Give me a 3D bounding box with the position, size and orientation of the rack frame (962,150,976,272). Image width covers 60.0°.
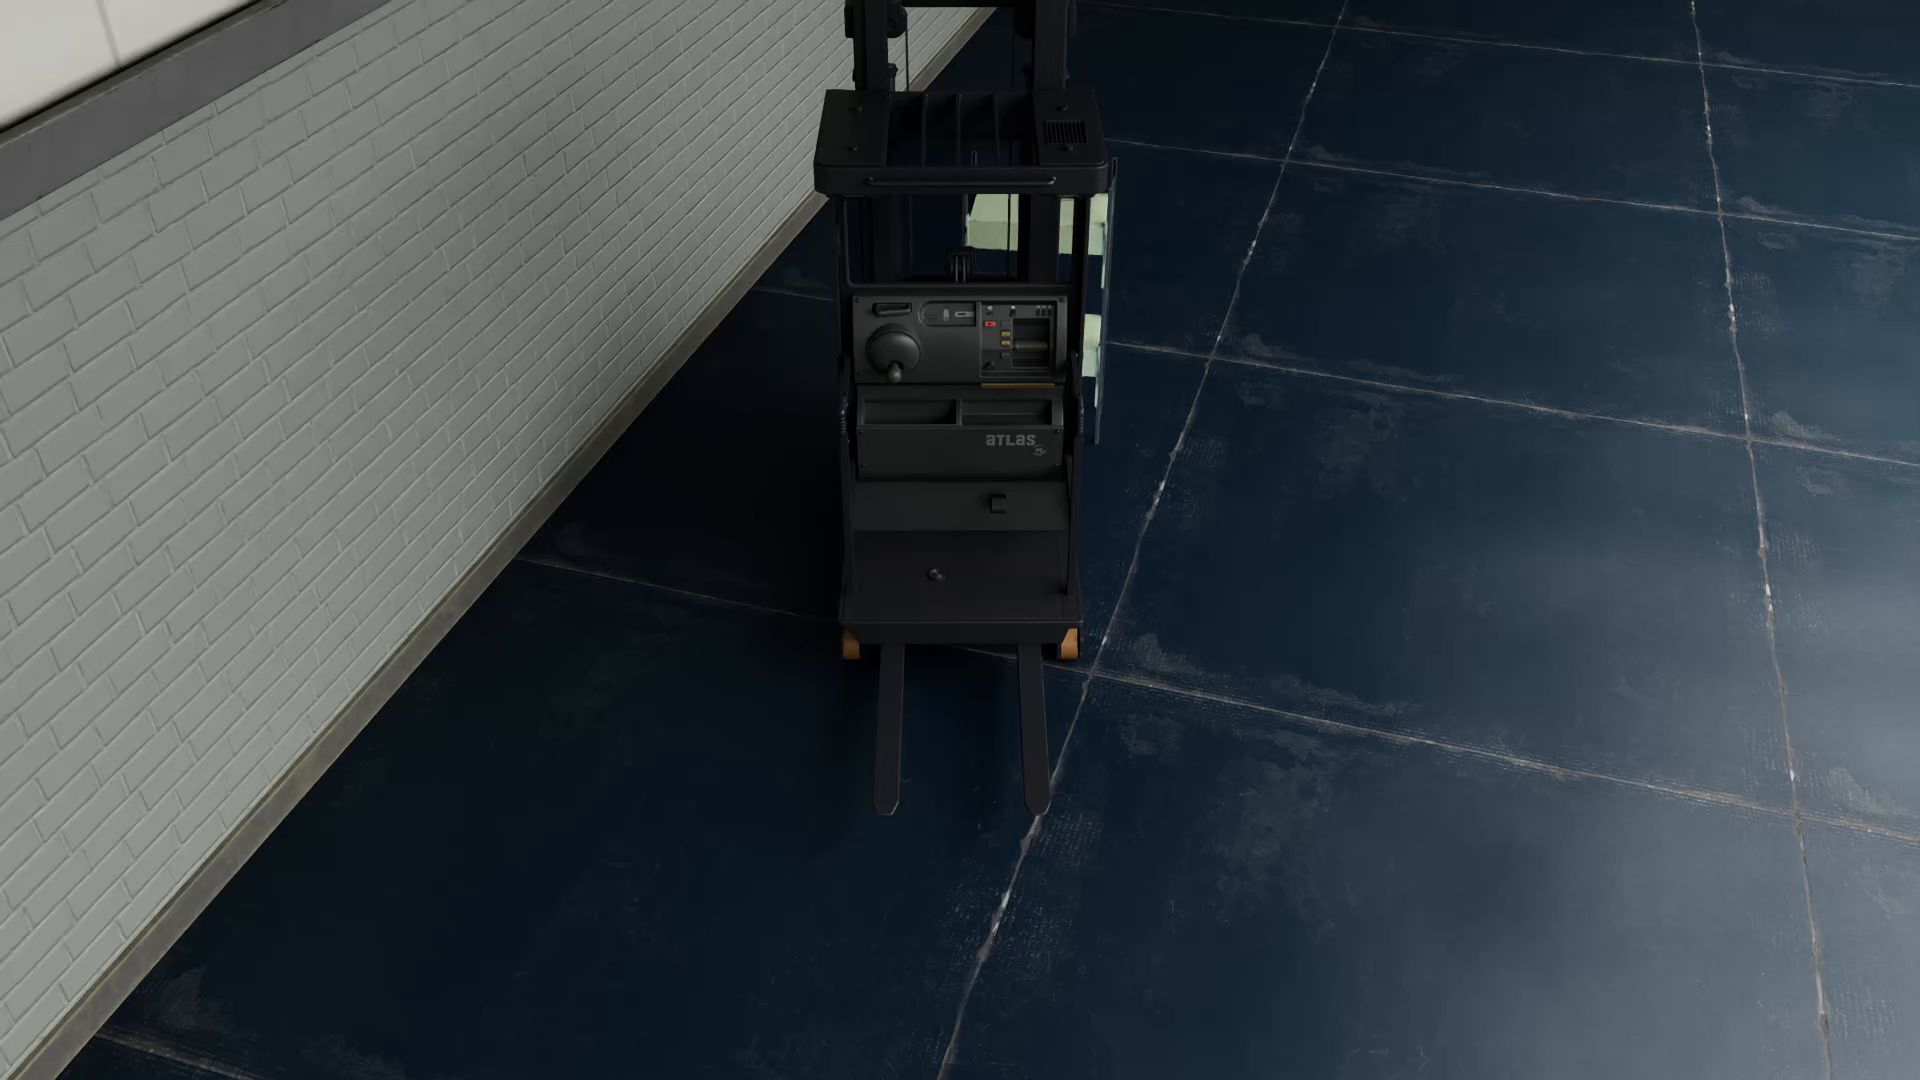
[{"bbox_3d":[0.049,-1.307,8.944,0.023,1.500,0.400,4,36,6],"label":"rack frame"}]

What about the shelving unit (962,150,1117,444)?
[{"bbox_3d":[0.412,-1.280,8.906,0.755,1.500,0.431,4,36,6],"label":"shelving unit"}]

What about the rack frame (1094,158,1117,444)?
[{"bbox_3d":[0.774,-1.252,8.869,0.023,1.500,0.400,4,36,6],"label":"rack frame"}]

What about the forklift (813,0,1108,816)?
[{"bbox_3d":[0.002,-0.812,7.065,1.130,2.935,3.031,0,36,0],"label":"forklift"}]

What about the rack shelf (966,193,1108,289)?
[{"bbox_3d":[0.412,-1.595,8.676,0.720,0.370,0.431,4,36,6],"label":"rack shelf"}]

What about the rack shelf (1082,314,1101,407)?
[{"bbox_3d":[0.411,-1.016,9.099,0.720,0.370,0.431,4,36,6],"label":"rack shelf"}]
